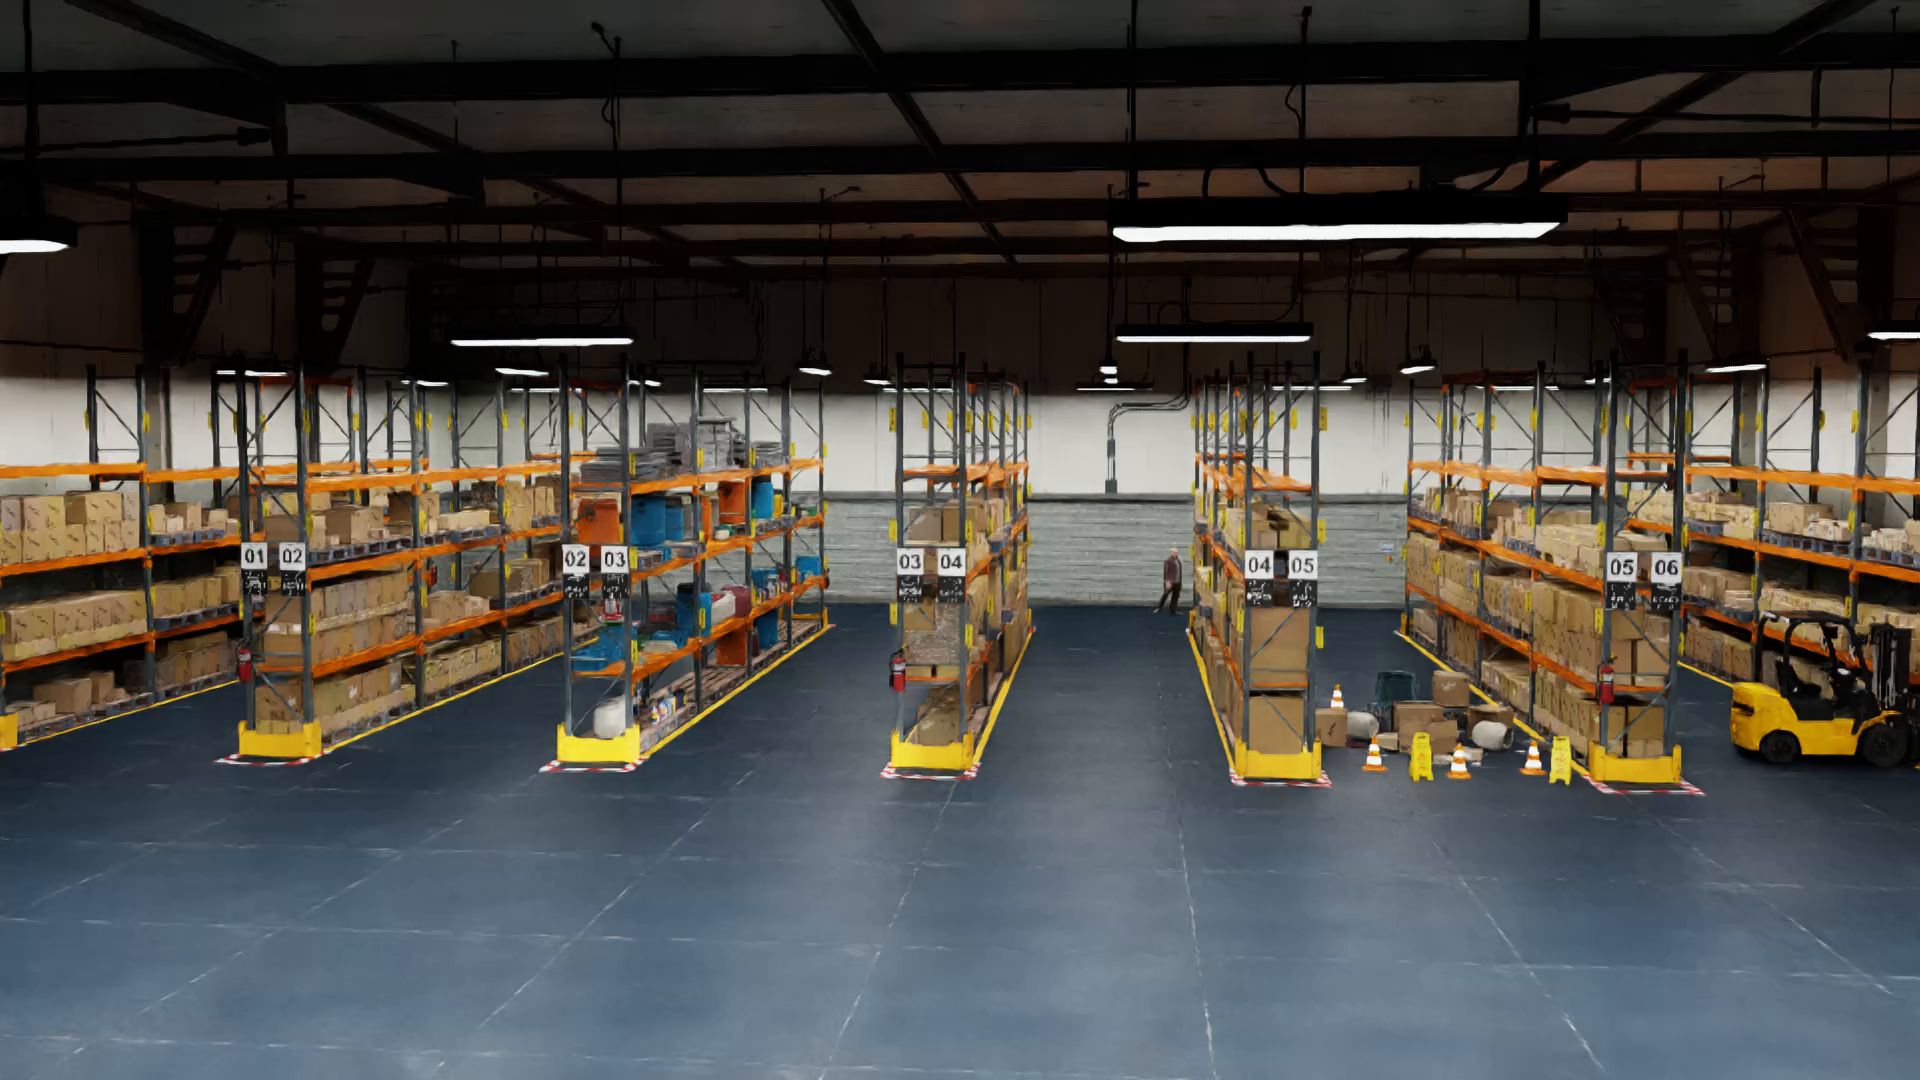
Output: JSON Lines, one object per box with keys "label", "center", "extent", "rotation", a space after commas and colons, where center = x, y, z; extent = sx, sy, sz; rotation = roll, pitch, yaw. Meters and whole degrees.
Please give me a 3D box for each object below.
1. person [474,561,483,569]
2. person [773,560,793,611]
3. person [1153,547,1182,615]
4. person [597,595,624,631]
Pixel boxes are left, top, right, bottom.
{"label": "person", "center": [-11.240, 1.359, 38.895], "extent": [0.401, 1.726, 0.627], "rotation": [-1, 4, -14]}
{"label": "person", "center": [-4.519, 1.259, 41.828], "extent": [0.456, 1.534, 0.883], "rotation": [2, 5, 29]}
{"label": "person", "center": [5.381, 1.061, 43.062], "extent": [0.785, 1.769, 0.520], "rotation": [-3, 5, -36]}
{"label": "person", "center": [-7.231, 1.686, 34.571], "extent": [0.677, 1.741, 0.552], "rotation": [0, 4, 4]}
